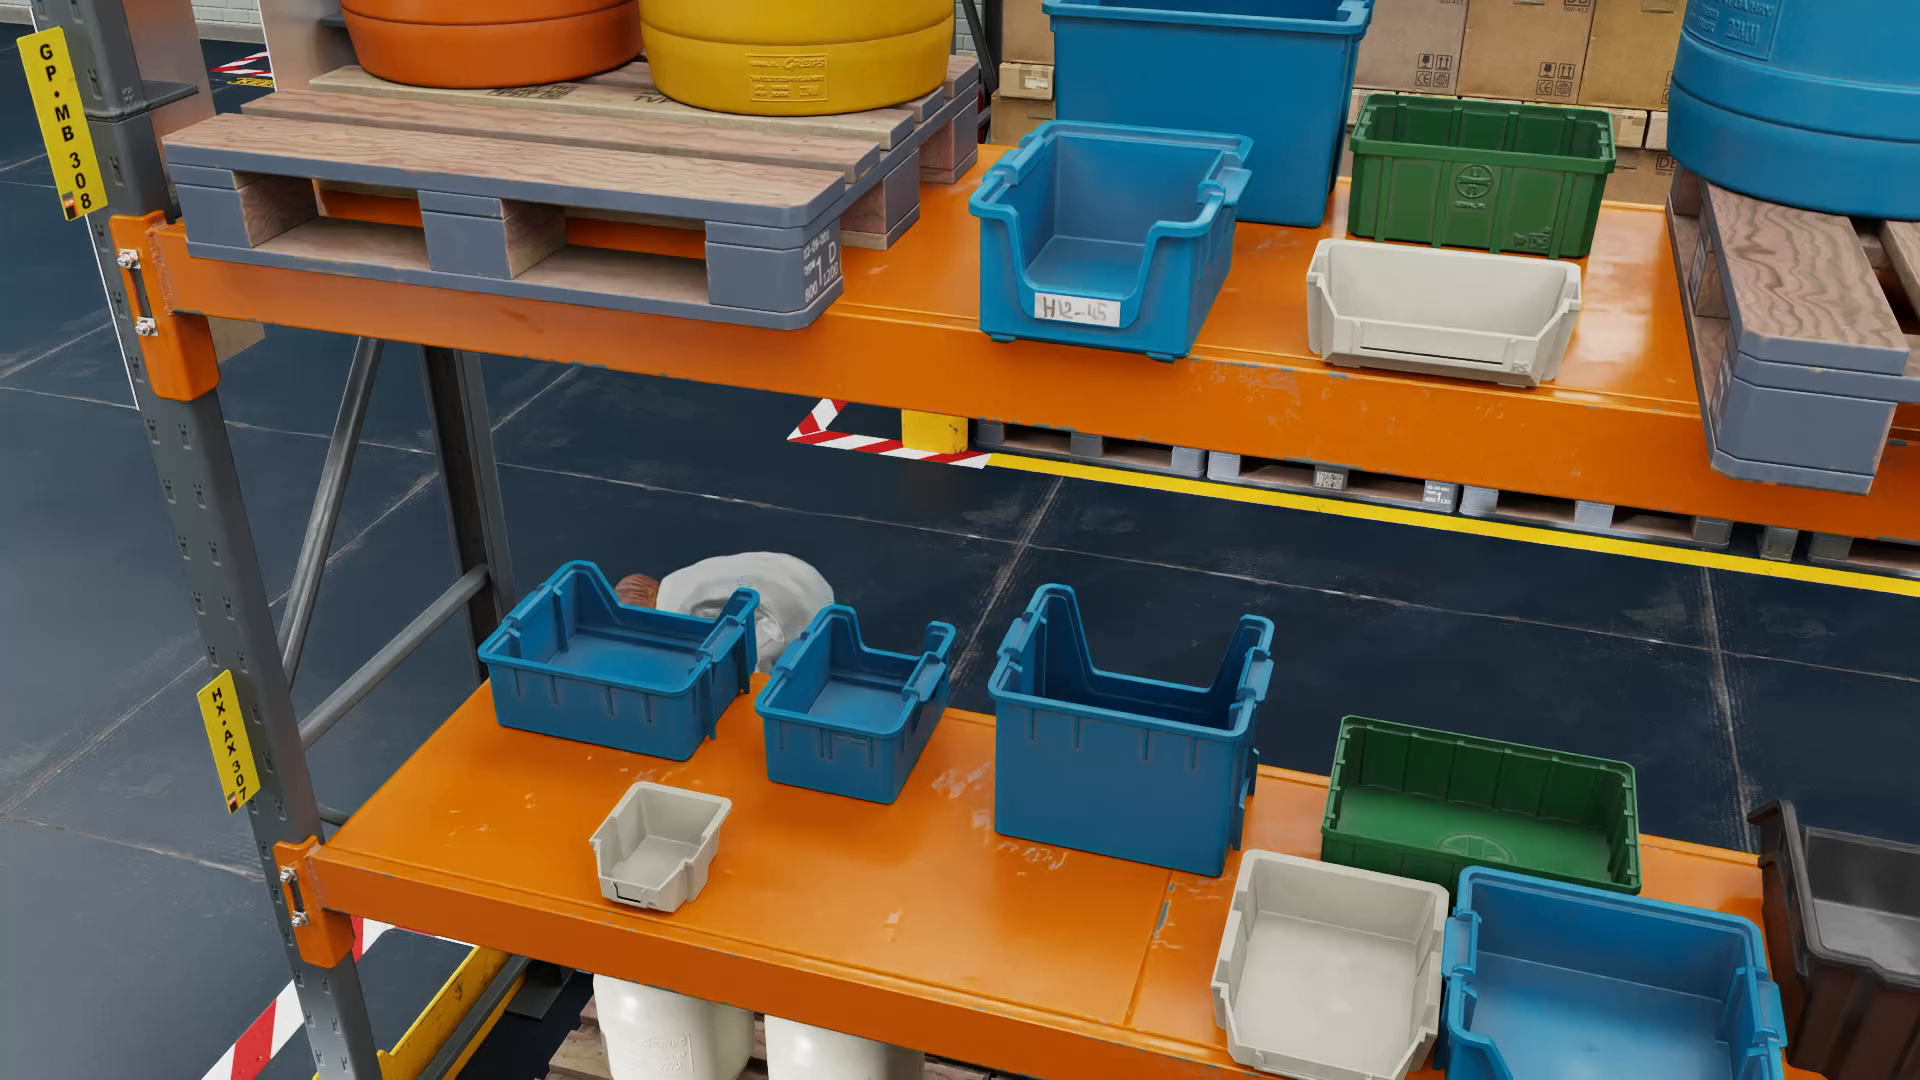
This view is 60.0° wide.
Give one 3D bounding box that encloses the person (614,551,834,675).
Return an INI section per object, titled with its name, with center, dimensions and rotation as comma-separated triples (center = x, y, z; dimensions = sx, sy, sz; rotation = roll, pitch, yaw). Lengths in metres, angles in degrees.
[person]
center = -0.891, 0.414, 6.217
dimensions = 0.862, 0.816, 0.428
rotation = 7, 30, 13
